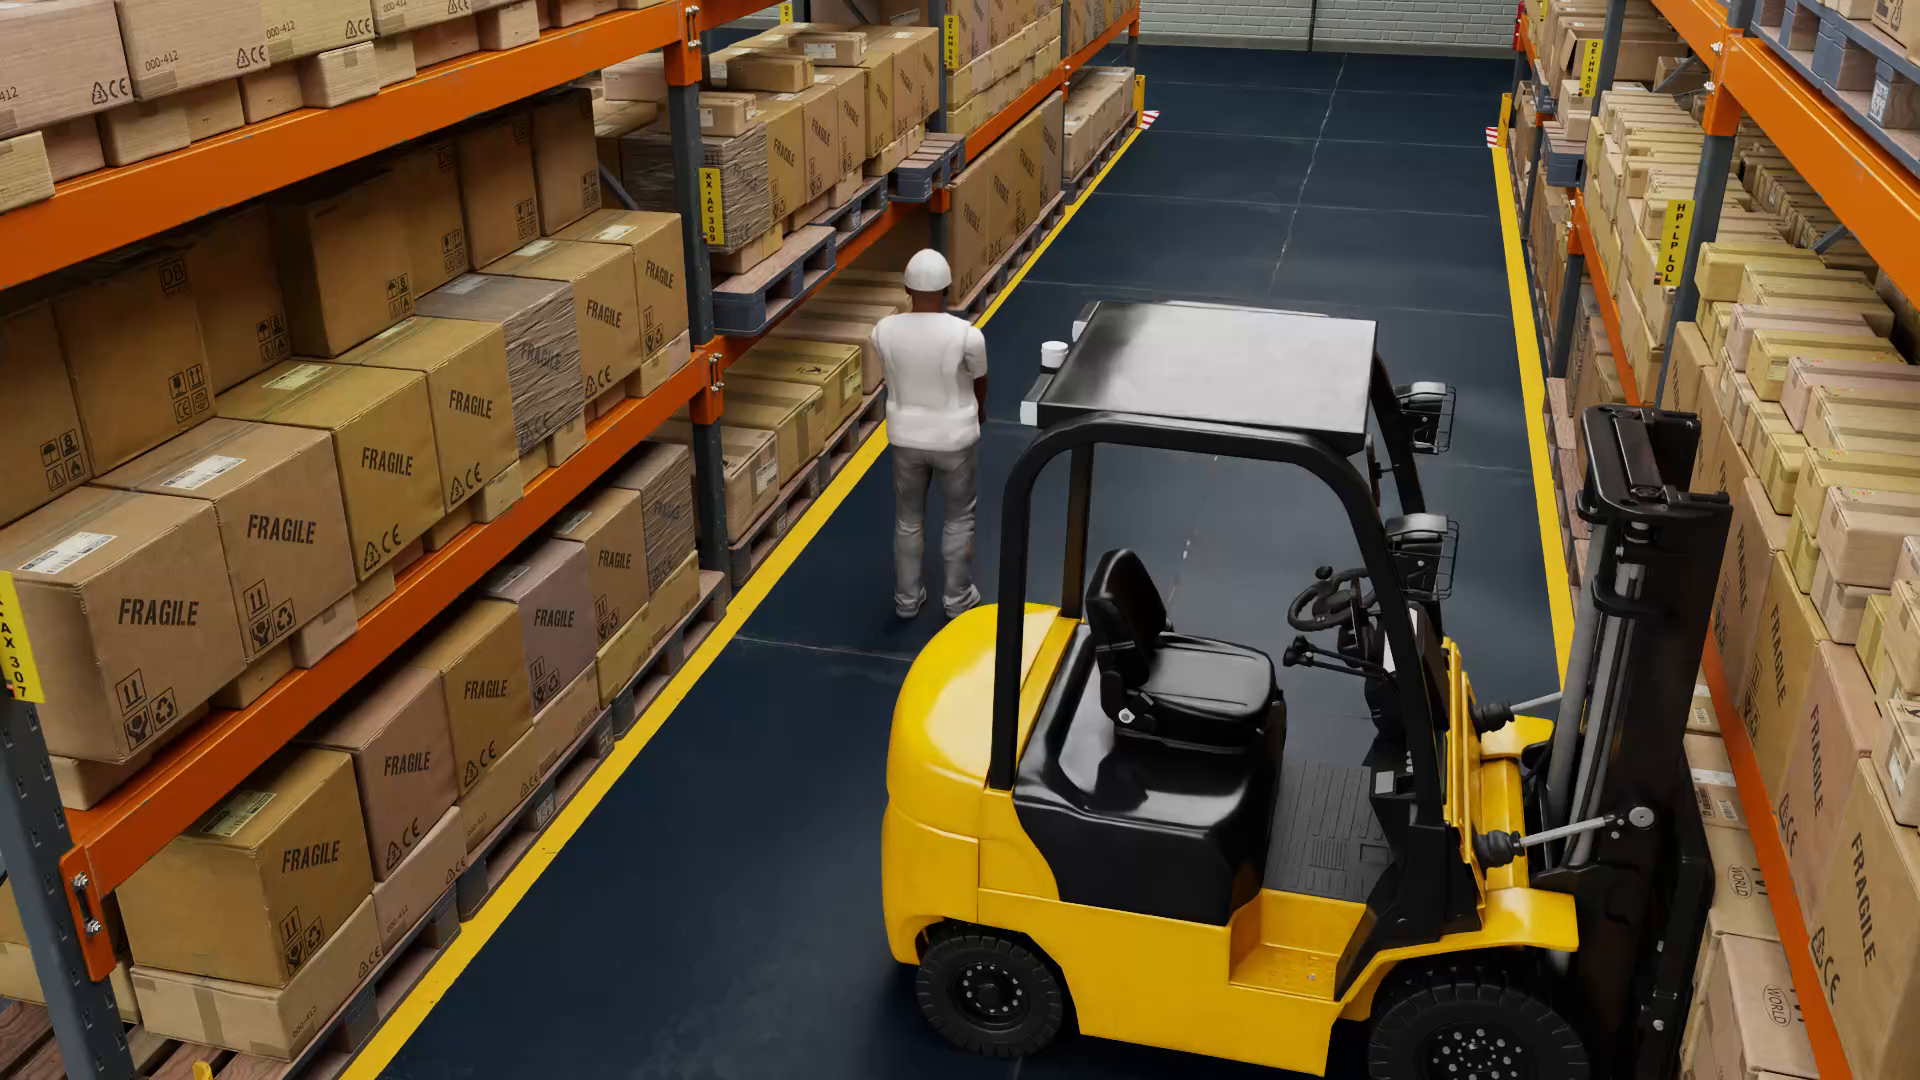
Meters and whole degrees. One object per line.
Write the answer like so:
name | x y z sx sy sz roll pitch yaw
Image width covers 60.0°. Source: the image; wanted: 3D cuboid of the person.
person | -0.109 -0.499 7.643 0.505 1.763 0.558 6 26 12
